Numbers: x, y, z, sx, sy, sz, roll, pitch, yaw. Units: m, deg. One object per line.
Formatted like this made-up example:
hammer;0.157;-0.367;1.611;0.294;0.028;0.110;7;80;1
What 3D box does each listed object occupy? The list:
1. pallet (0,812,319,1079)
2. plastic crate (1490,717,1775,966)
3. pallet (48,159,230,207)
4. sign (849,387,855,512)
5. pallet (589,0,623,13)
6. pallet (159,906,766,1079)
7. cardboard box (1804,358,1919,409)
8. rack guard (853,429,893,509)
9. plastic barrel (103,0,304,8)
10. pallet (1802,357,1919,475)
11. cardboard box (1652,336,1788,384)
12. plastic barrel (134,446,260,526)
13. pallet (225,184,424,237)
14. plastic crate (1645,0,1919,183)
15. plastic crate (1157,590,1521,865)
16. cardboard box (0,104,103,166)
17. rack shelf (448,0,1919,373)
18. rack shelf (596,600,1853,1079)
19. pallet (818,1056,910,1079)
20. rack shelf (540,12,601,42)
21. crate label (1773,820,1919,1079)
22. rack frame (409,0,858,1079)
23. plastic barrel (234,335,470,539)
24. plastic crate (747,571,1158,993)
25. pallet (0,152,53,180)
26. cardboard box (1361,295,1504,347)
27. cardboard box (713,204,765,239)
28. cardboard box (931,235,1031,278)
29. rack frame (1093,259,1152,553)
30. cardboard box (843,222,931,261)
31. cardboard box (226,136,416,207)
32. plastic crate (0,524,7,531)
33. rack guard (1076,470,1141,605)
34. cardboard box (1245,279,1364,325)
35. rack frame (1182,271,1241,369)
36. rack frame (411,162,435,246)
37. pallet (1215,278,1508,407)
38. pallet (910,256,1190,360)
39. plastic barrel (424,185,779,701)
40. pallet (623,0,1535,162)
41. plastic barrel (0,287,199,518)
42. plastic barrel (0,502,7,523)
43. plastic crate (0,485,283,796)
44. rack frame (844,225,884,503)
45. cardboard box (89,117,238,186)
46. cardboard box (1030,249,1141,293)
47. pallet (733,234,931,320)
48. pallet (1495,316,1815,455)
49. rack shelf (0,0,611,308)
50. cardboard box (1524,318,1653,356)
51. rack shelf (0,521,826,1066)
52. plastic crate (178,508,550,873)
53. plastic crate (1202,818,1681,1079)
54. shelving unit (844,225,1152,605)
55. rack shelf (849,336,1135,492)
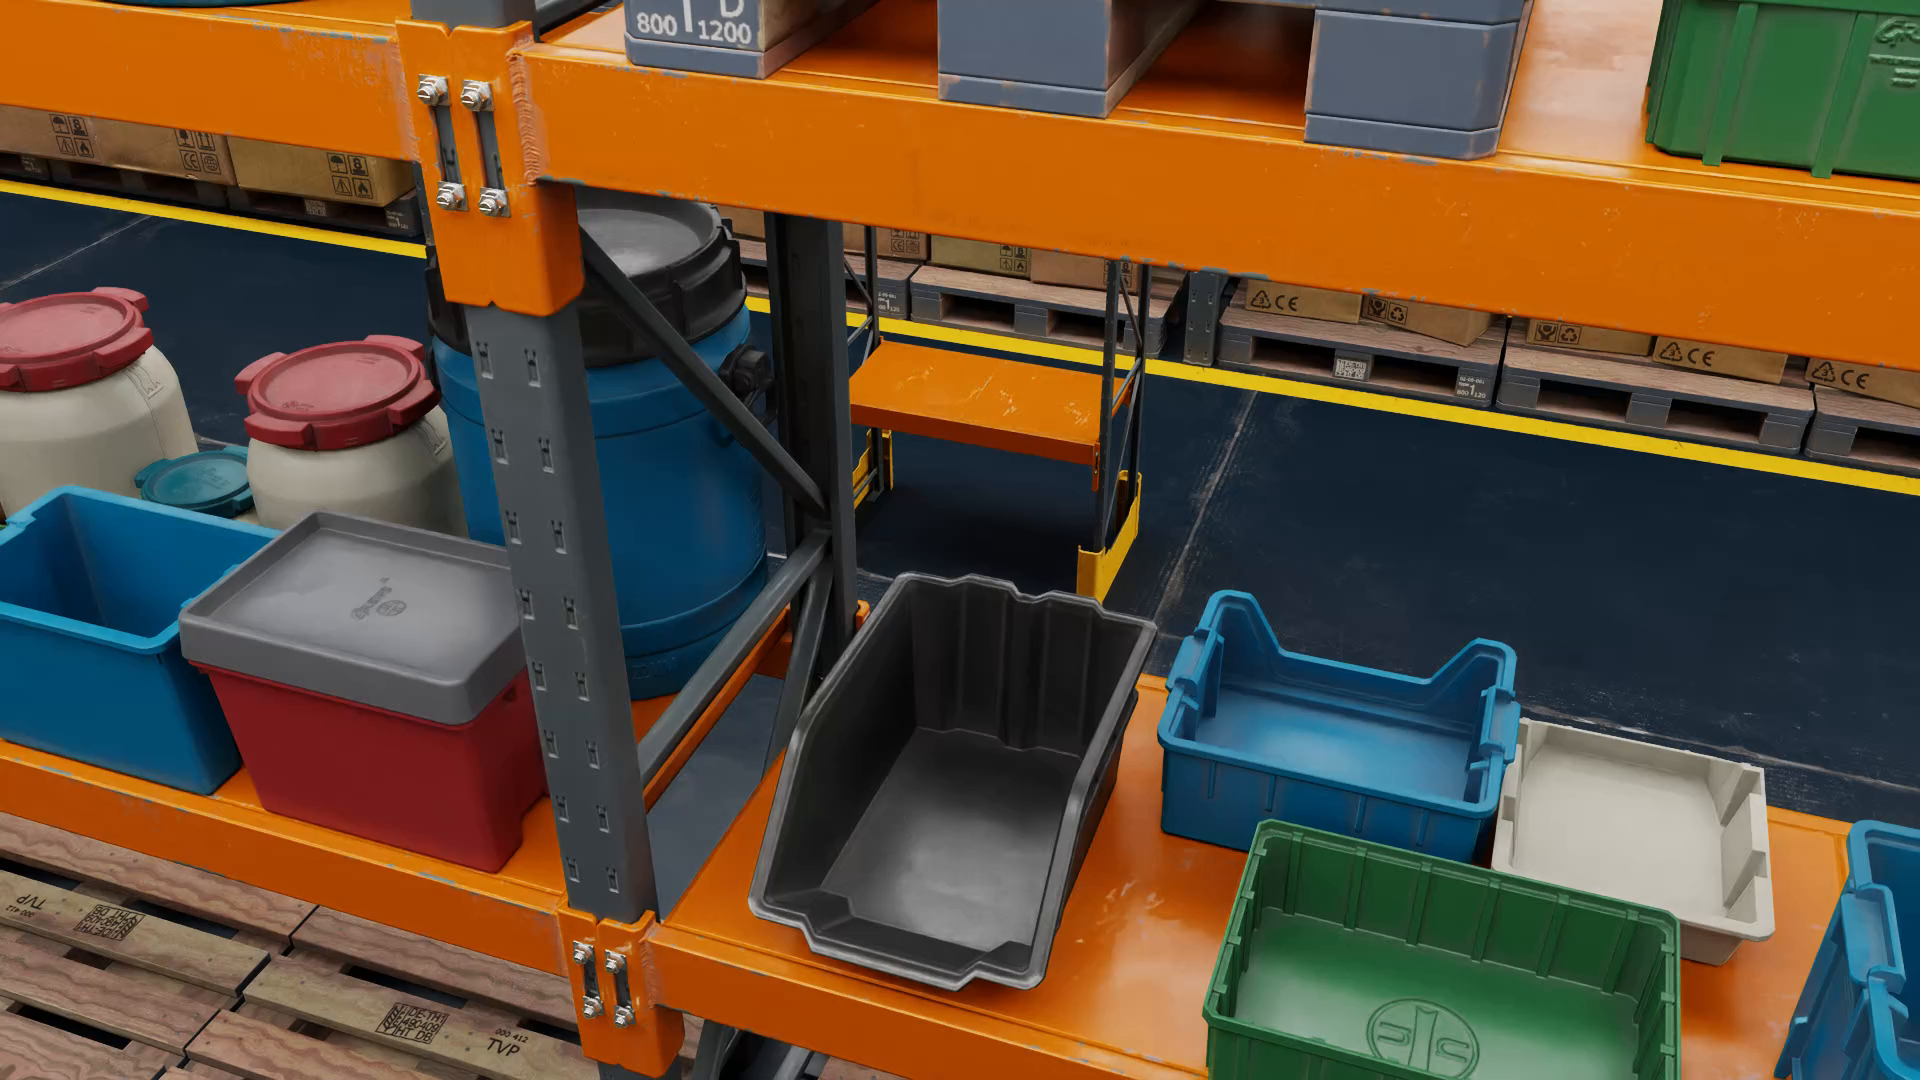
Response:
pallet;-2.348;1.061;4.412;1.213;0.211;1.003;11;34;16
plastic crate;1.171;0.514;2.931;0.437;0.136;0.530;11;34;16
pallet;-4.399;-2.261;9.557;1.213;0.211;1.003;11;34;16
sign;-0.247;-0.160;3.477;0.005;0.325;0.100;11;34;16
pallet;-1.831;-2.869;8.105;1.003;0.211;1.213;11;34;16
pallet;-1.195;1.283;4.068;1.213;0.211;1.003;11;34;16
cardboard box;3.837;-0.903;6.800;0.500;0.500;0.500;21;38;29
rack guard;-0.397;-0.182;6.302;0.087;0.250;0.587;11;34;16
plastic barrel;-0.995;-1.217;2.143;0.708;0.901;0.600;11;34;16
pallet;4.169;-0.571;6.939;1.213;0.211;1.003;11;34;16
cardboard box;3.254;-1.027;6.992;0.500;0.500;0.500;14;35;21
plastic barrel;-1.637;-0.027;3.654;0.301;0.262;0.301;0;33;0
pallet;-3.254;-2.037;9.210;1.213;0.211;1.003;11;34;16
plastic crate;0.950;-0.508;1.701;0.450;0.188;0.336;11;34;16
plastic crate;0.690;0.362;3.061;0.616;0.251;0.499;11;34;16
cardboard box;-4.852;-2.771;9.348;0.875;0.875;1.225;10;34;15
rack shelf;1.440;-0.356;1.934;4.000;0.370;1.077;11;34;16
rack shelf;1.440;0.904;2.748;4.000;0.370;1.077;11;34;16
pallet;0.175;1.551;3.653;1.213;0.211;1.003;11;34;16
rack shelf;-0.655;-2.357;7.799;4.000;0.370;1.077;11;34;16
crate label;1.499;0.754;2.284;0.616;0.435;0.502;11;34;16
rack frame;-0.443;0.236;3.120;0.127;3.000;1.000;11;34;16
plastic barrel;-1.270;-0.109;3.527;0.433;0.535;0.433;0;33;0
plastic crate;0.007;0.422;2.888;0.504;0.338;0.767;11;34;16
pallet;-5.551;-2.483;9.901;1.213;0.211;1.003;11;34;16
cardboard box;2.133;-1.225;7.300;0.500;0.500;0.500;23;39;31
cardboard box;-0.838;-1.853;8.253;0.500;0.500;0.700;14;35;20
cardboard box;0.214;-1.648;7.937;0.500;0.500;0.700;11;34;16
rack frame;0.559;-0.521;5.675;0.032;1.500;0.500;11;34;16
cardboard box;-0.312;-1.751;8.095;0.500;0.500;0.700;8;34;12
cardboard box;-3.180;-2.446;8.845;0.875;0.875;1.225;9;34;14
plastic crate;-2.178;0.150;3.448;0.662;0.188;0.450;11;34;16
rack guard;0.541;0.000;6.019;0.087;0.250;0.587;11;34;16
cardboard box;1.591;-1.326;7.456;0.500;0.500;0.500;10;34;15
rack frame;1.228;-2.293;7.037;0.127;3.000;1.000;11;34;16
rack frame;-2.538;-3.025;8.171;0.127;3.000;1.000;11;34;16
pallet;1.872;-1.017;7.631;1.213;0.211;1.003;11;34;16
pallet;0.494;-1.264;8.013;1.213;0.211;1.003;11;34;16
plastic barrel;-0.705;-0.200;3.333;0.708;0.901;0.600;11;34;16
pallet;0.269;-0.863;2.230;1.003;0.211;1.213;11;34;16
plastic barrel;-1.960;-0.243;3.735;0.433;0.535;0.433;0;33;0
plastic barrel;-2.368;-0.322;3.858;0.433;0.535;0.433;0;33;0
plastic crate;-1.586;0.199;3.191;0.575;0.384;0.392;11;34;16
rack frame;-0.398;-0.707;5.963;0.032;1.500;0.500;11;34;16
cardboard box;-4.017;-2.613;9.104;0.875;0.875;1.225;11;34;17
cardboard box;0.657;-1.552;7.787;0.500;0.500;0.700;8;34;13
pallet;-0.658;-1.486;8.357;1.213;0.211;1.003;11;34;16
pallet;3.024;-0.795;7.286;1.213;0.211;1.003;11;34;16
rack shelf;-2.326;-1.088;3.068;4.000;0.370;1.077;11;34;16
cardboard box;2.744;-1.152;7.186;0.500;0.500;0.500;8;34;12
rack shelf;-2.326;0.172;3.882;4.000;0.370;1.077;11;34;16
plastic crate;-1.002;0.276;2.998;0.583;0.464;0.402;11;34;16
plastic crate;0.740;0.717;2.569;0.662;0.188;0.450;11;34;16
shelving unit;0.072;-0.616;5.822;1.083;1.500;0.587;11;34;16
rack shelf;0.080;-0.463;5.917;1.000;0.185;0.538;11;34;16
